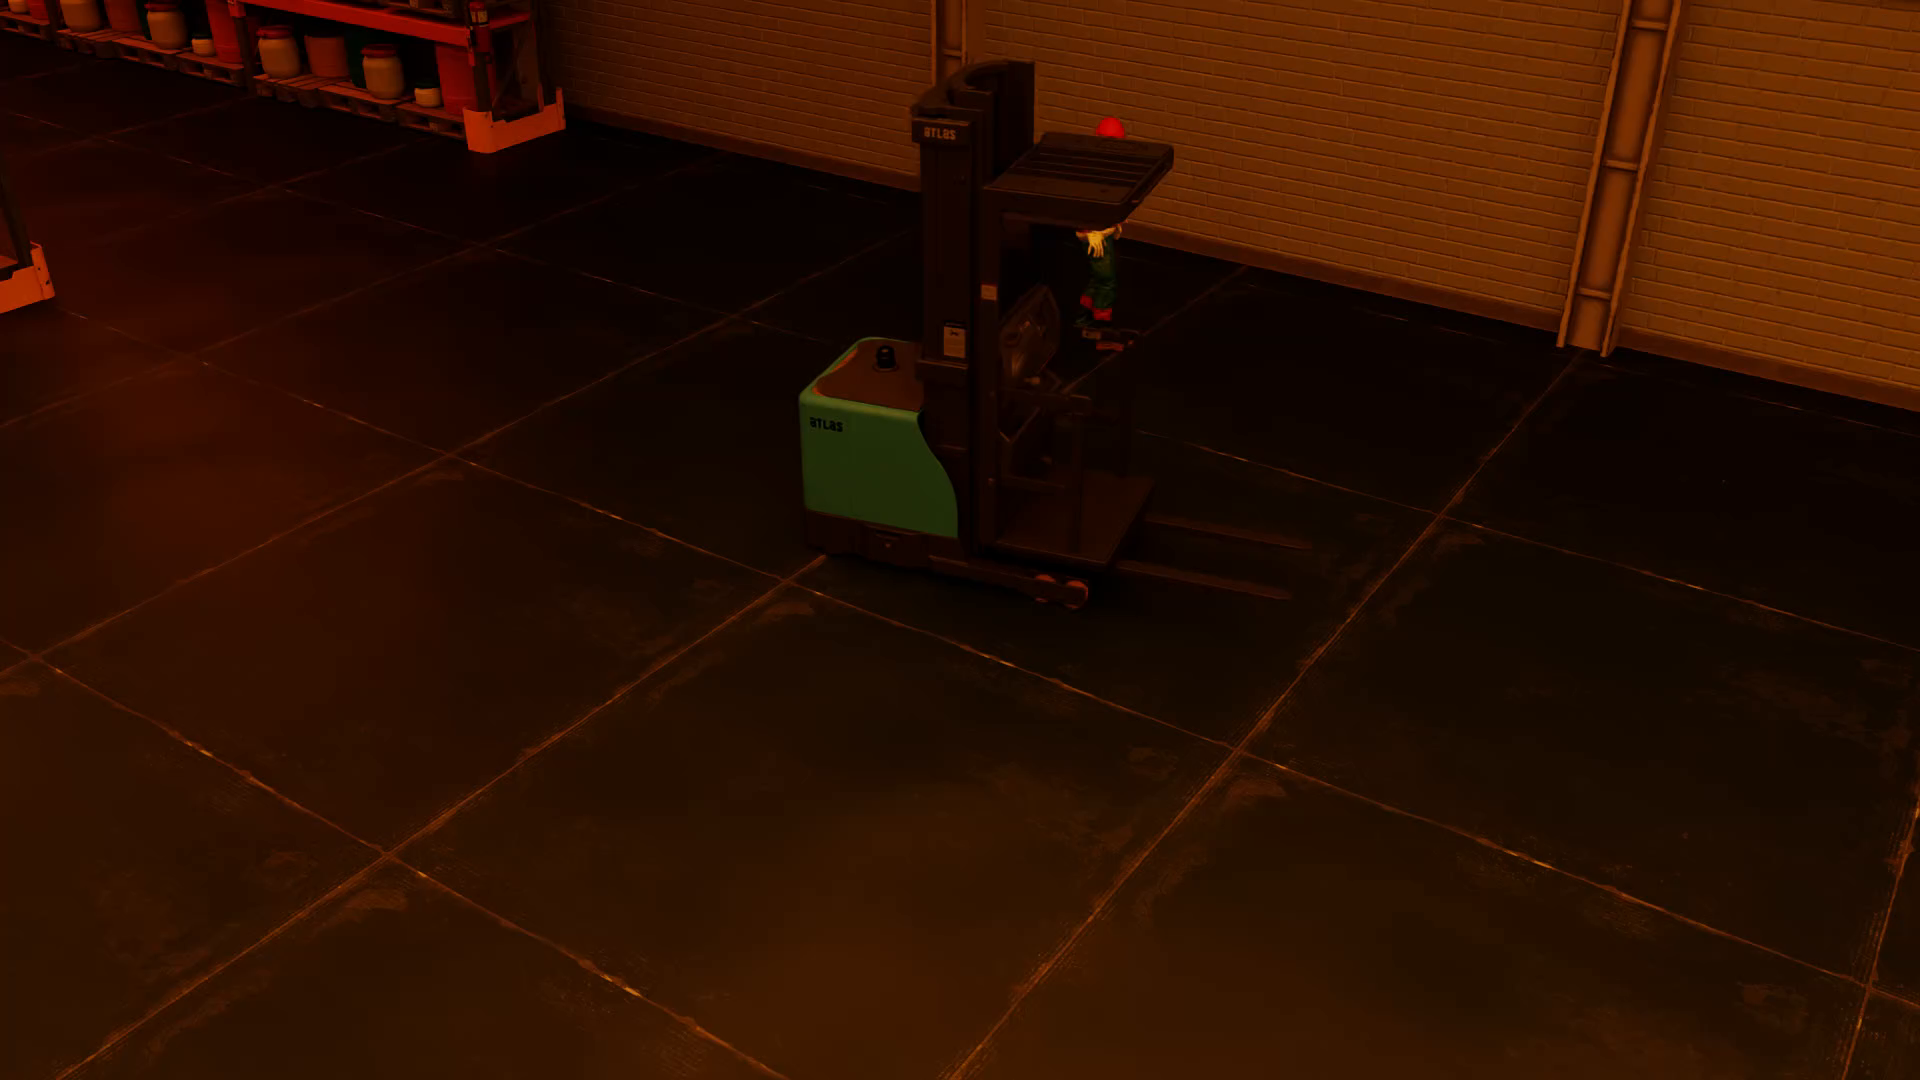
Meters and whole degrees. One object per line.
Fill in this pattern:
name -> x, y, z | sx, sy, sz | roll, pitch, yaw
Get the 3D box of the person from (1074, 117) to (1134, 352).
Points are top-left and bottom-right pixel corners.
person -> 1.137, -2.349, 12.782 | 0.512, 1.772, 0.757 | 5, 30, 8

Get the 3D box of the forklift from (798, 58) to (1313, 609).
forklift -> 0.591, -1.164, 9.586 | 3.031, 2.935, 1.130 | 11, 32, 18
